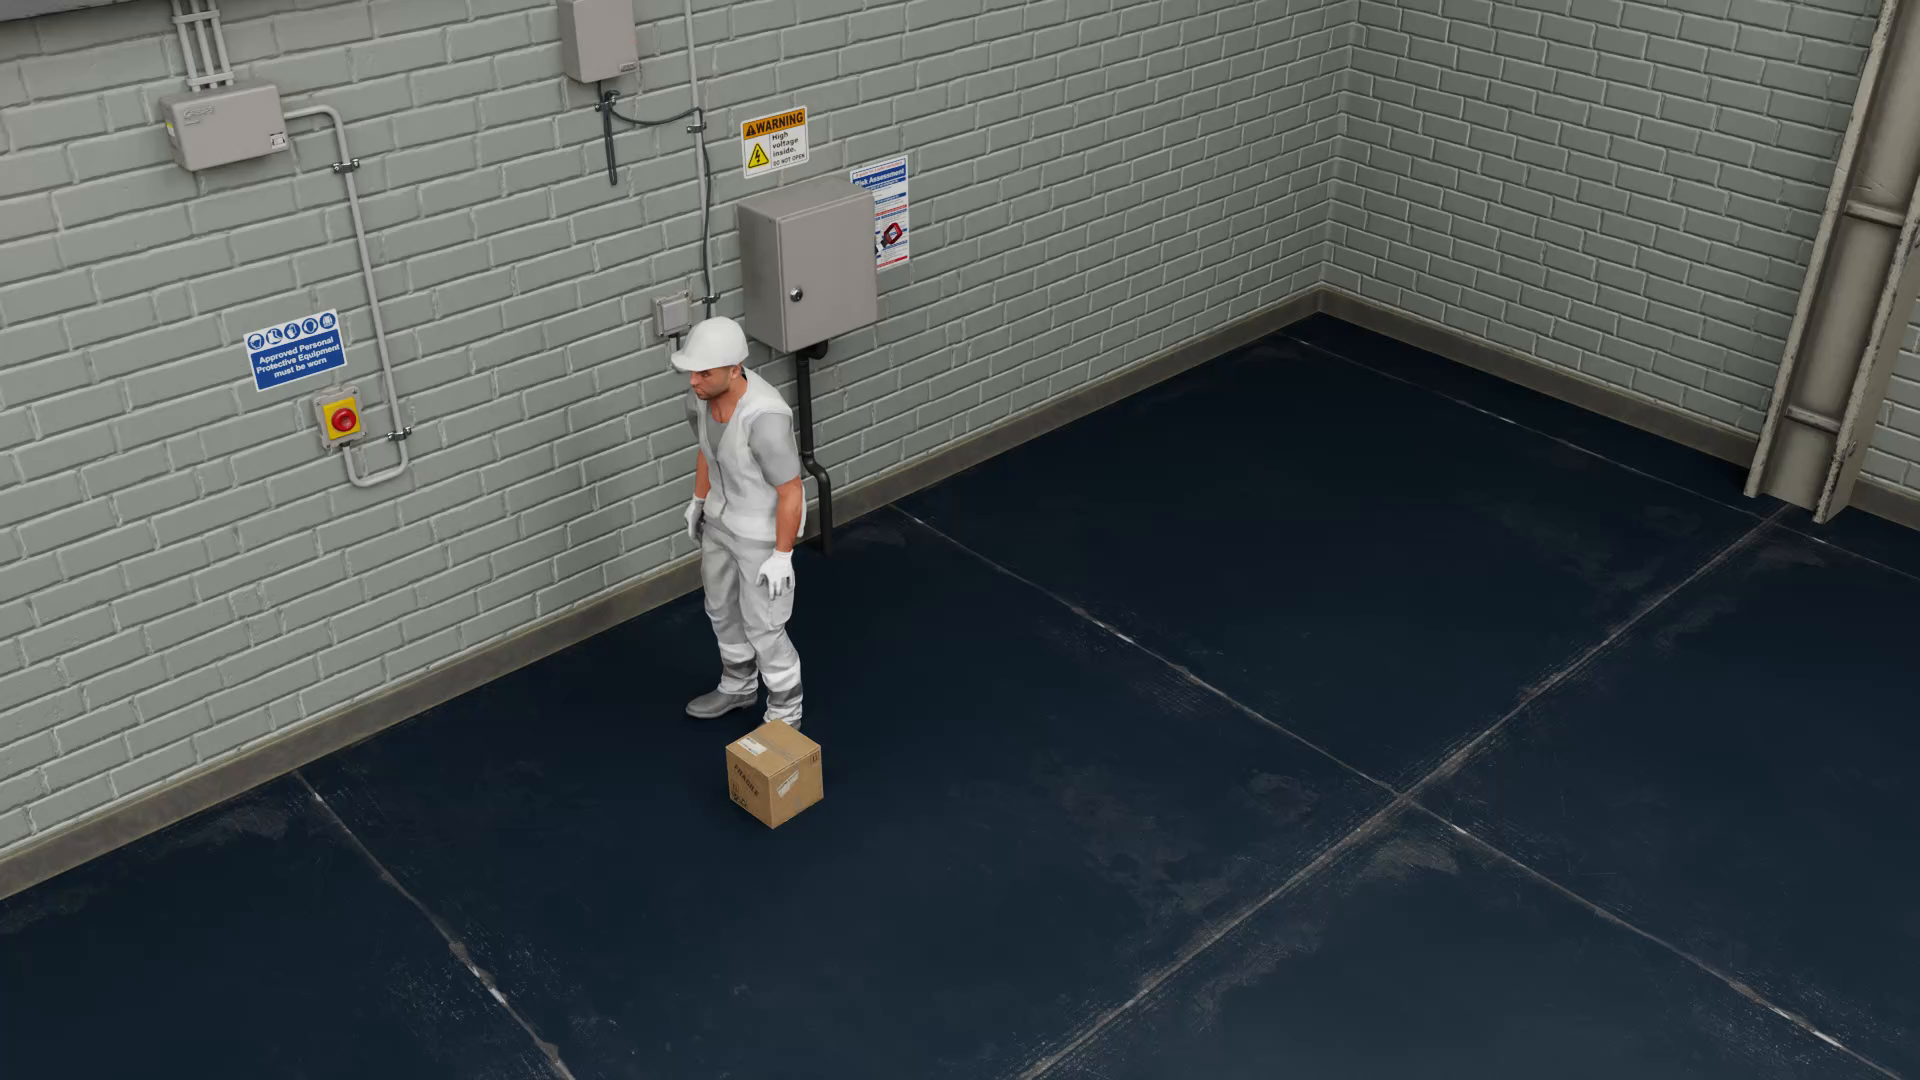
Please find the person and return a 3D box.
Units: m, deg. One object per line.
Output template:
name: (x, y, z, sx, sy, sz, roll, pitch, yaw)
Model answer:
person: (-0.811, -0.021, 6.155, 0.451, 1.779, 0.608, -26, 40, -35)
